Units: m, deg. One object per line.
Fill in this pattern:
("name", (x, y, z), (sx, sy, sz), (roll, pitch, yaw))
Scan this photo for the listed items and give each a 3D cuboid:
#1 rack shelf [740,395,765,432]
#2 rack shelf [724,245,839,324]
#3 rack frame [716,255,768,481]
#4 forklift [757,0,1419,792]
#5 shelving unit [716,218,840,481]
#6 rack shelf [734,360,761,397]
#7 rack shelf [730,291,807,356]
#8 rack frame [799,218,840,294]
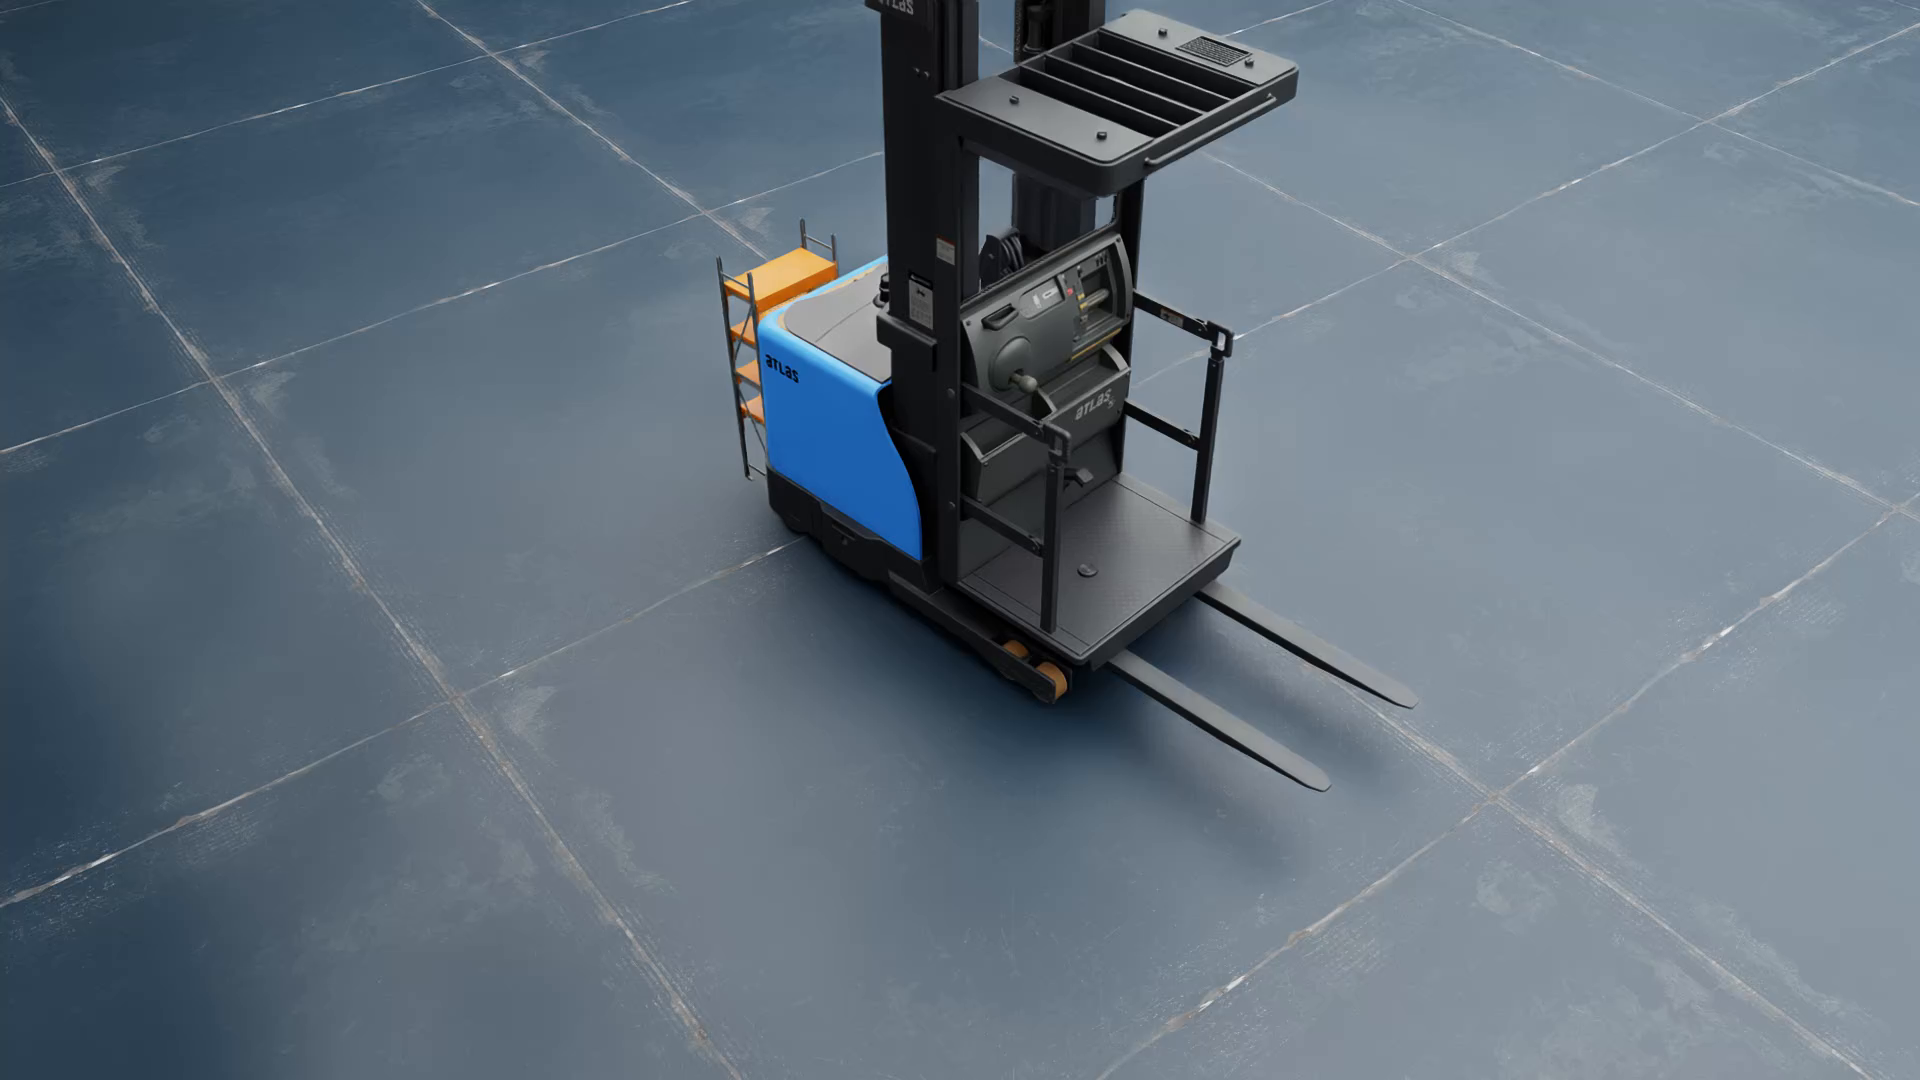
("rack shelf", (-0.799, -0.638, 7.991), (0.480, 0.148, 0.258), (-32, 47, -33))
("rack shelf", (-0.818, -1.159, 7.589), (0.480, 0.148, 0.258), (-32, 47, -33))
("rack frame", (-0.980, -0.739, 7.696), (0.015, 1.200, 0.240), (-32, 47, -33))
("forklift", (0.509, -0.833, 6.455), (3.031, 2.935, 1.130), (31, 49, 32))
("shelving unit", (-0.806, -0.848, 7.829), (0.503, 1.200, 0.258), (-32, 47, -33))
("rack shelf", (-0.804, -0.795, 7.870), (0.480, 0.148, 0.258), (-32, 47, -33))
("rack shelf", (-0.811, -0.972, 7.734), (0.480, 0.148, 0.258), (-32, 47, -33))
("rack frame", (-0.633, -0.957, 7.962), (0.015, 1.200, 0.240), (-32, 47, -33))
